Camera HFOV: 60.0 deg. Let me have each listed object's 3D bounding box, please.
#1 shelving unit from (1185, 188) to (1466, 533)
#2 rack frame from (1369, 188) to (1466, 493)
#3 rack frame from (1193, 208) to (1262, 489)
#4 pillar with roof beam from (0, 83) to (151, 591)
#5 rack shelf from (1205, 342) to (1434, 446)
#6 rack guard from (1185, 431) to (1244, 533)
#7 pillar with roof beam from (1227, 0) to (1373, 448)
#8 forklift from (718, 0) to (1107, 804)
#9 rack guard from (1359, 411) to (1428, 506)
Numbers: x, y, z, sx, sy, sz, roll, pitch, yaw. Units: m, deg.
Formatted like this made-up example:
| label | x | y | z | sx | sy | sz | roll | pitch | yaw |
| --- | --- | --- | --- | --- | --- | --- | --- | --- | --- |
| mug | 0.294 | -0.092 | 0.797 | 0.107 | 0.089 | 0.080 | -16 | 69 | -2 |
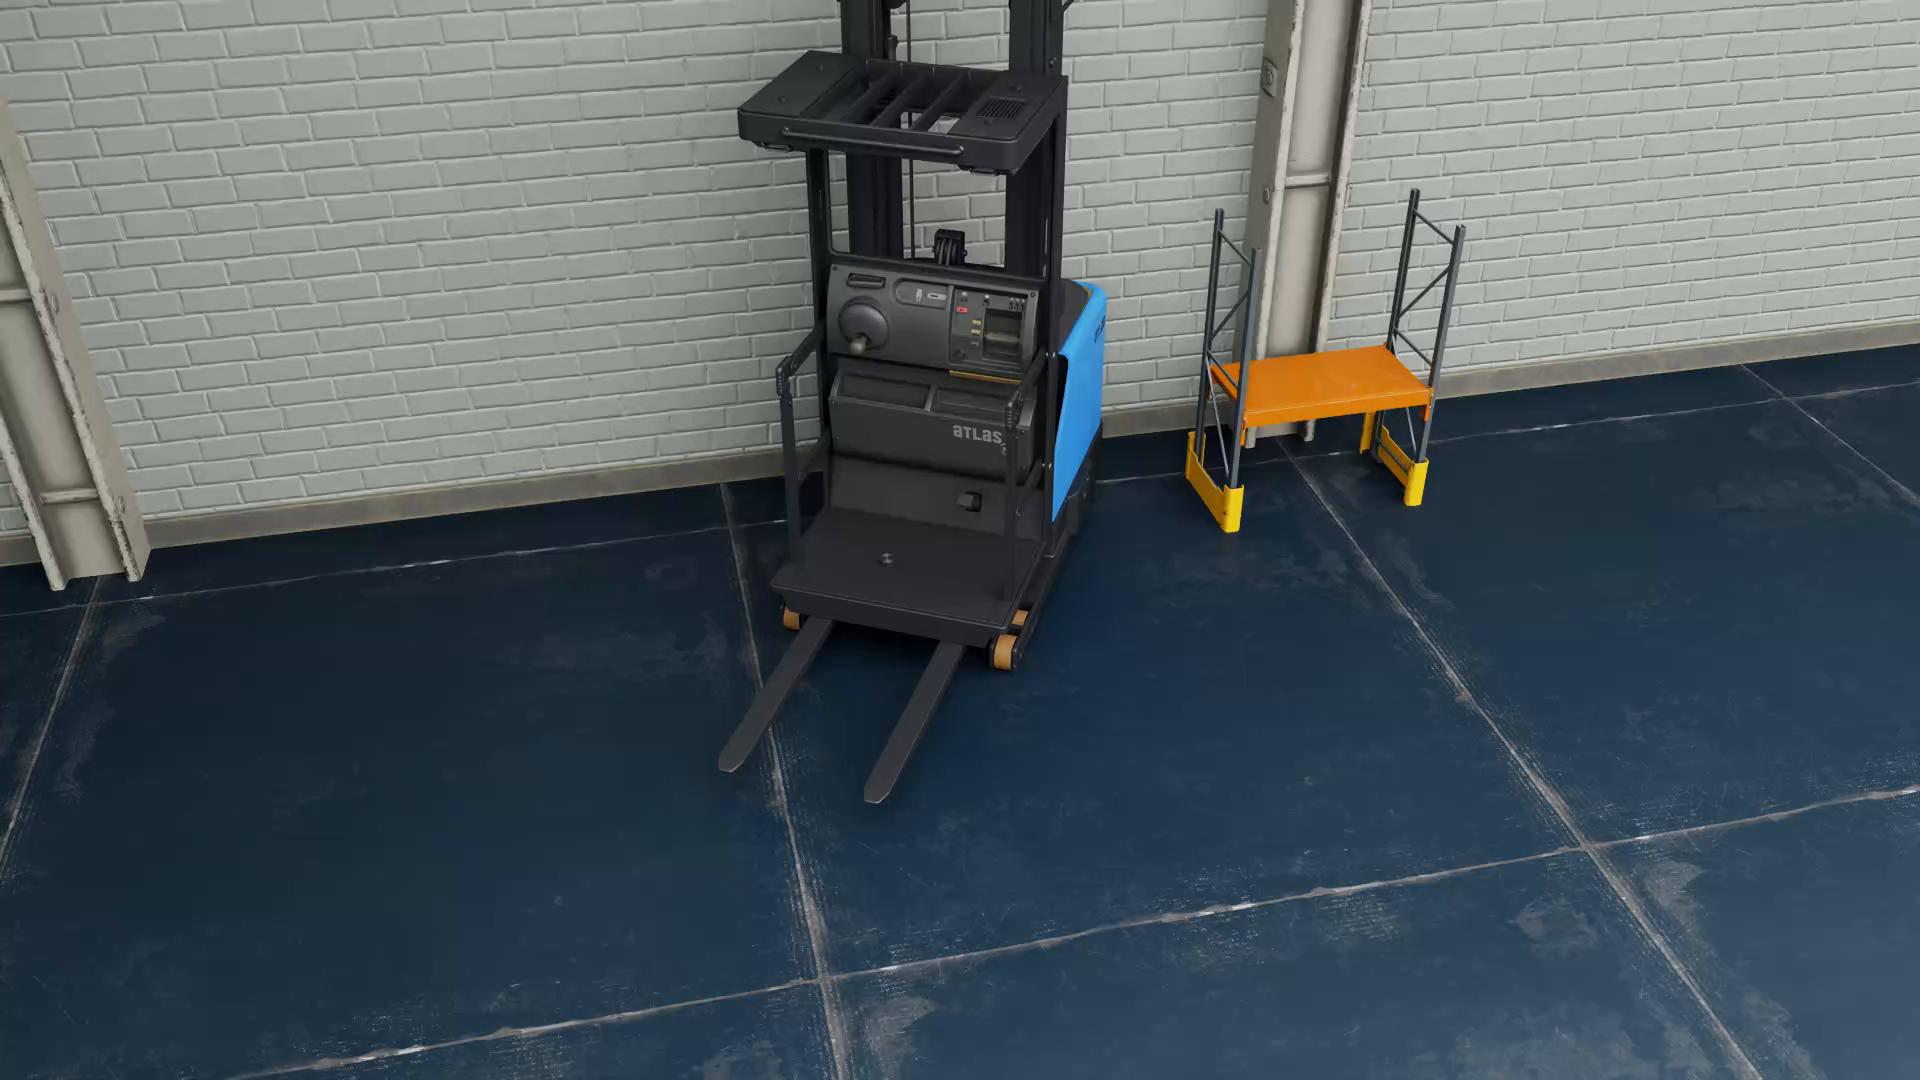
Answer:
| label | x | y | z | sx | sy | sz | roll | pitch | yaw |
| --- | --- | --- | --- | --- | --- | --- | --- | --- | --- |
| shelving unit | 1.775 | -0.890 | 8.230 | 1.083 | 1.500 | 0.587 | -8 | 35 | -12 |
| rack frame | 2.276 | -0.960 | 8.335 | 0.032 | 1.500 | 0.500 | -8 | 35 | -12 |
| rack frame | 1.290 | -0.822 | 8.129 | 0.032 | 1.500 | 0.500 | -8 | 35 | -12 |
| pillar with roof beam | -3.202 | -1.264 | 2.058 | 0.400 | 9.000 | 9.100 | -7 | 35 | -11 |
| rack shelf | 1.783 | -0.742 | 8.332 | 1.000 | 0.185 | 0.538 | -8 | 35 | -12 |
| rack guard | 1.292 | -0.303 | 8.477 | 0.087 | 0.250 | 0.587 | -8 | 35 | -12 |
| pillar with roof beam | 2.650 | -2.001 | 3.157 | 0.400 | 9.000 | 9.100 | -7 | 35 | -11 |
| forklift | -0.184 | -0.886 | 6.939 | 1.130 | 2.935 | 3.031 | 10 | 35 | 14 |
| rack guard | 2.258 | -0.439 | 8.679 | 0.087 | 0.250 | 0.587 | -8 | 35 | -12 |
